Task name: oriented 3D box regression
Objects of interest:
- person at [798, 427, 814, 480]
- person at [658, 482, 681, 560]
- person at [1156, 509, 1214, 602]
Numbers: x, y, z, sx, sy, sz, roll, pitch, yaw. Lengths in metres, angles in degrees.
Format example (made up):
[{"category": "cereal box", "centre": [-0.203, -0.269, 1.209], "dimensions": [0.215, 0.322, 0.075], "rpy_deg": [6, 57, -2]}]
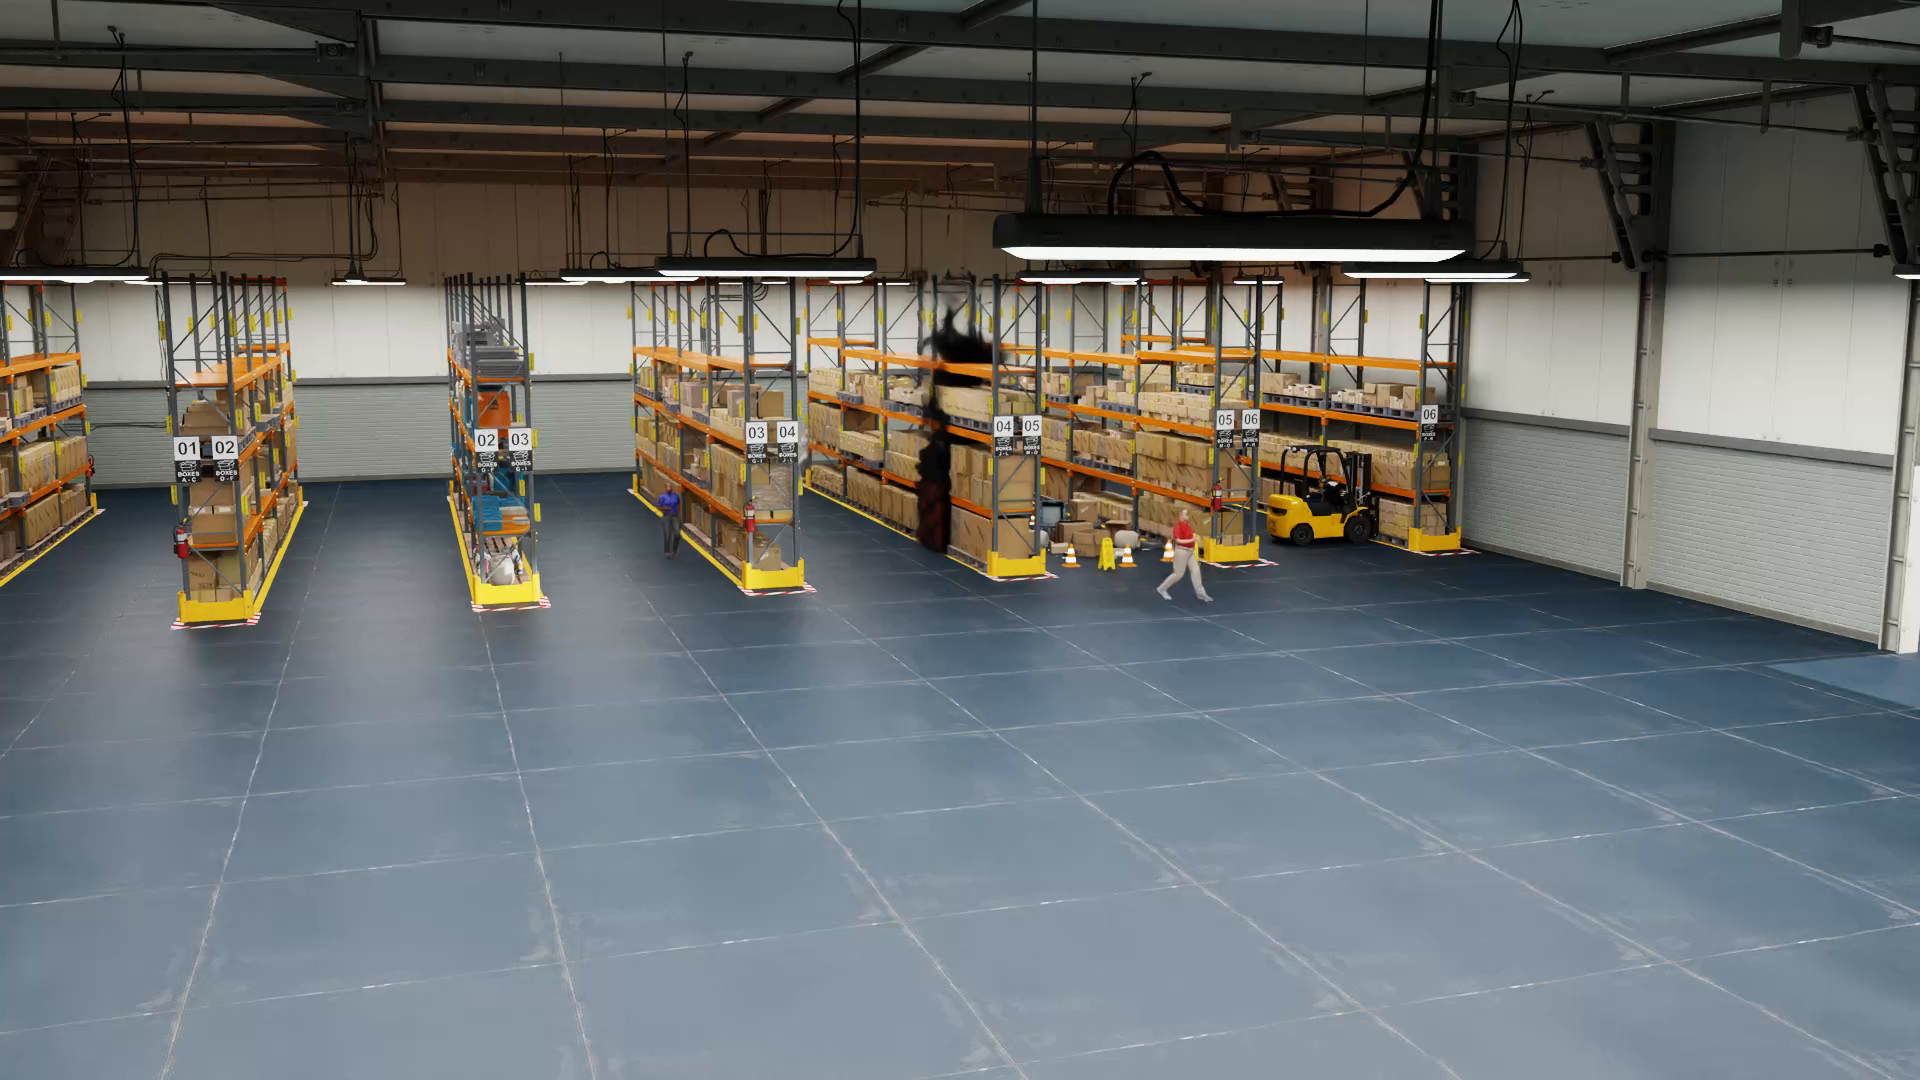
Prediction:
[{"category": "person", "centre": [-4.568, -2.521, 49.299], "dimensions": [0.758, 1.688, 0.648], "rpy_deg": [-7, 11, -40]}, {"category": "person", "centre": [-6.134, -0.398, 35.312], "dimensions": [0.558, 1.685, 0.667], "rpy_deg": [-4, 9, -24]}, {"category": "person", "centre": [4.145, 0.272, 30.478], "dimensions": [1.042, 1.708, 0.669], "rpy_deg": [5, 10, 29]}]
